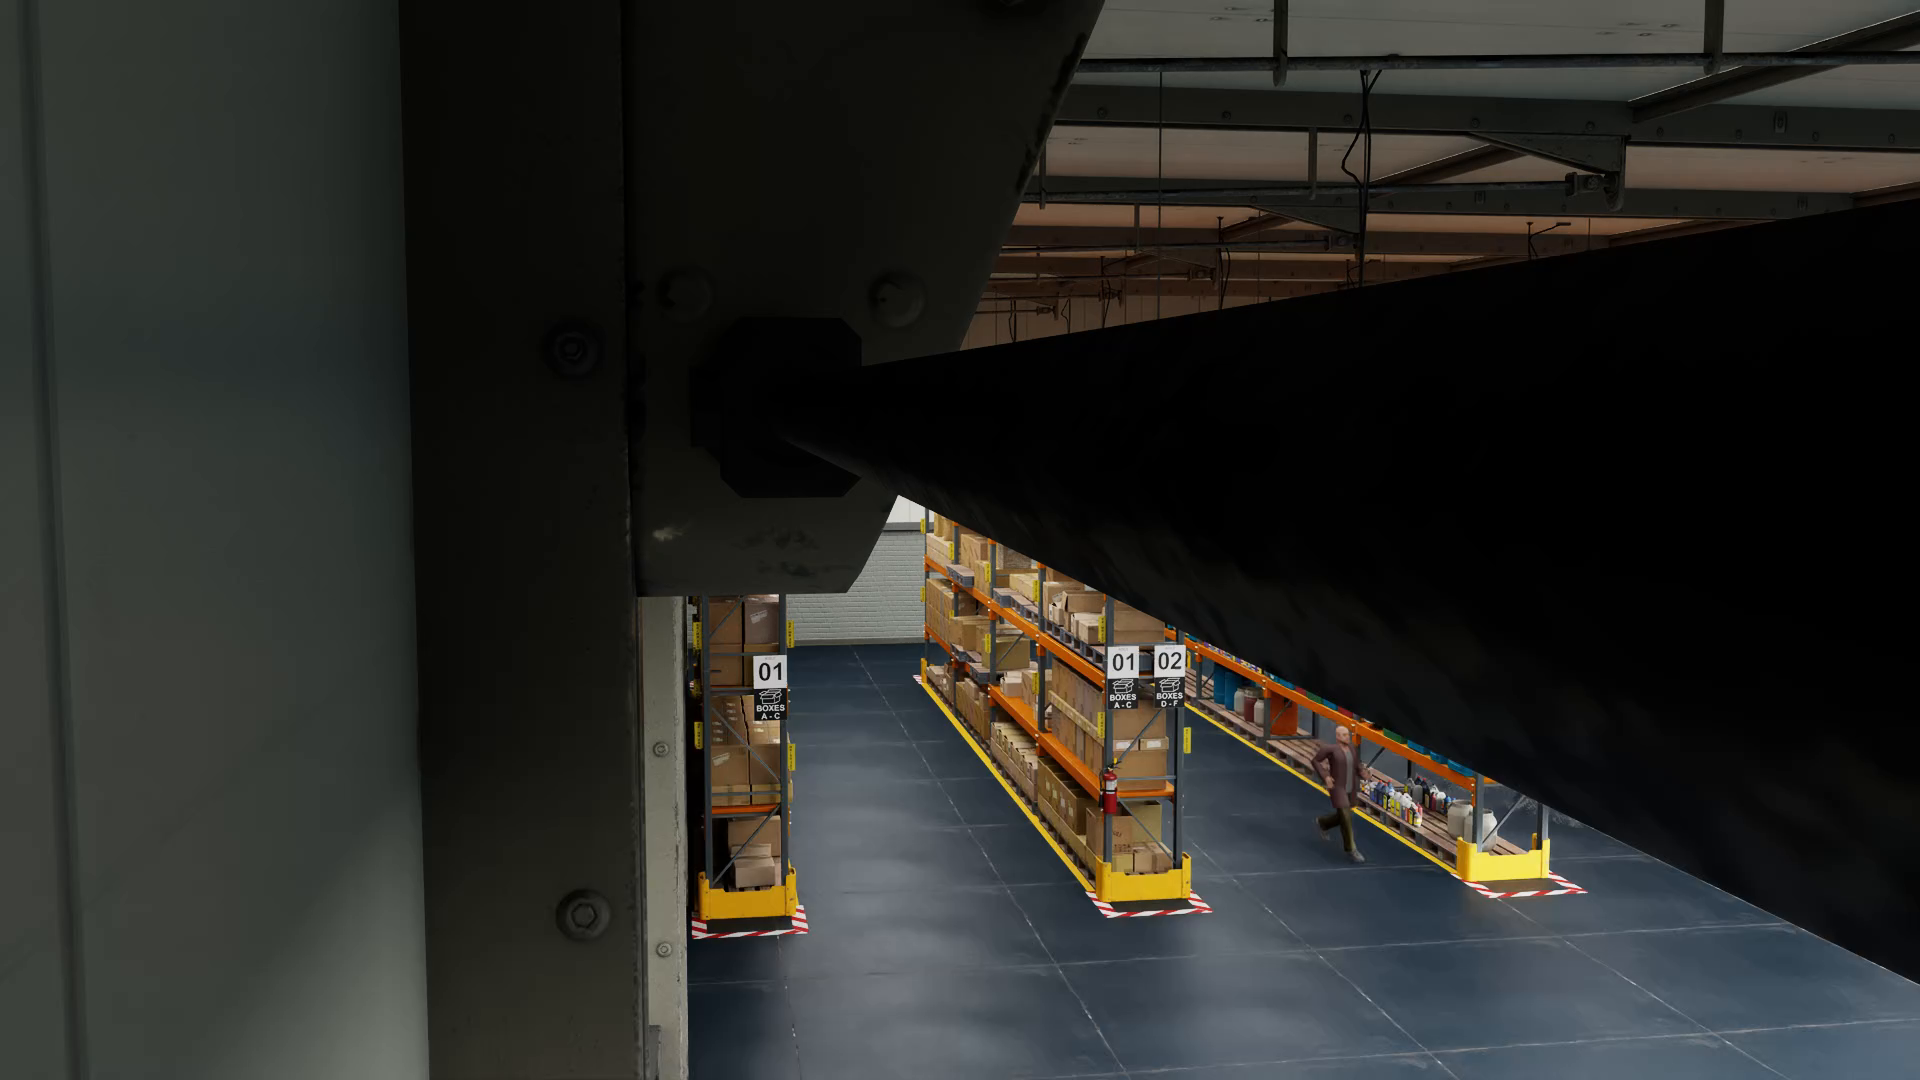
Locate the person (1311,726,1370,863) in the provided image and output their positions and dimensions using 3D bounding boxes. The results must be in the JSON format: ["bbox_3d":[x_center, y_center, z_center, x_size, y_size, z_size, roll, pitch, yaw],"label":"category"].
[{"bbox_3d":[5.219,3.438,22.839,0.710,1.786,1.026,-3,6,-30],"label":"person"}]
